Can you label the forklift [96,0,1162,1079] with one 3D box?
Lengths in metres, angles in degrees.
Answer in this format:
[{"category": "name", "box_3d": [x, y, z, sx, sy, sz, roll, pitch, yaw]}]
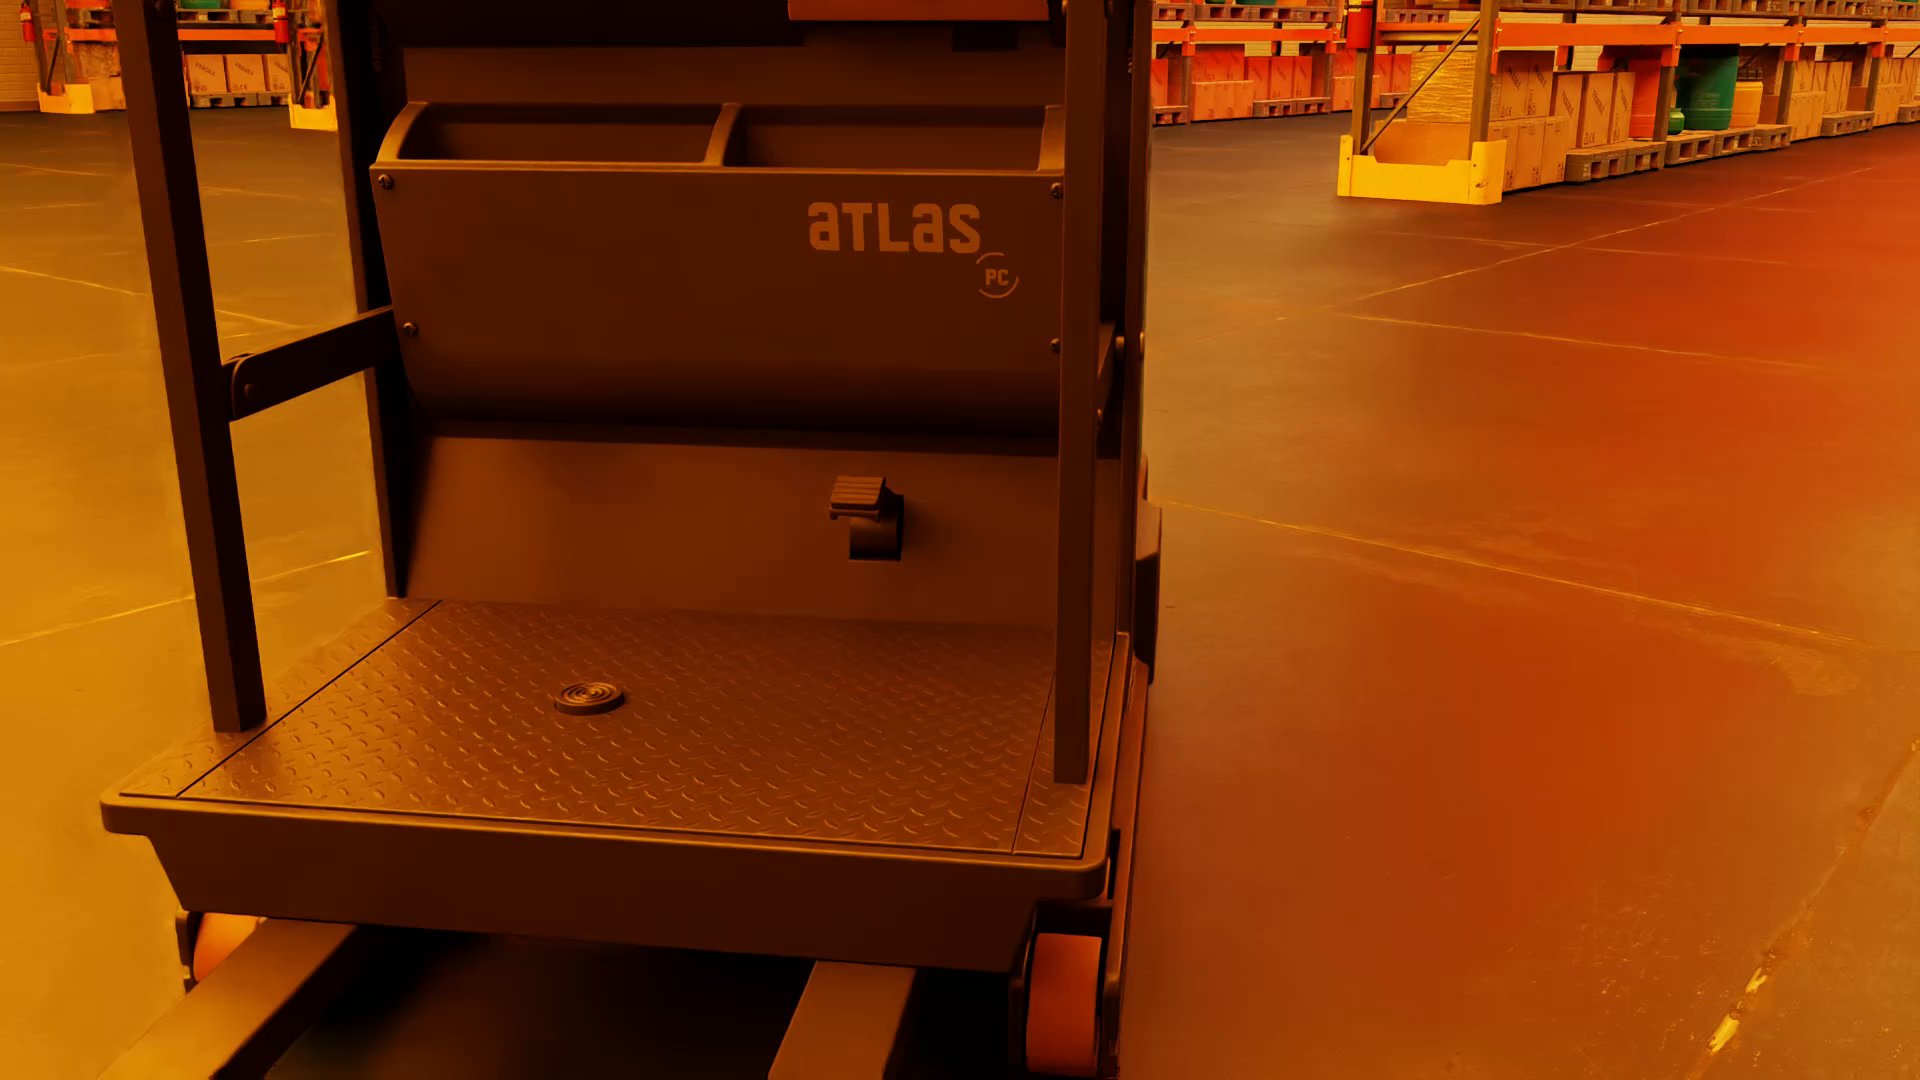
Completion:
[{"category": "forklift", "box_3d": [-0.330, -0.894, 1.841, 1.130, 2.935, 3.031, 2, 17, 8]}]
